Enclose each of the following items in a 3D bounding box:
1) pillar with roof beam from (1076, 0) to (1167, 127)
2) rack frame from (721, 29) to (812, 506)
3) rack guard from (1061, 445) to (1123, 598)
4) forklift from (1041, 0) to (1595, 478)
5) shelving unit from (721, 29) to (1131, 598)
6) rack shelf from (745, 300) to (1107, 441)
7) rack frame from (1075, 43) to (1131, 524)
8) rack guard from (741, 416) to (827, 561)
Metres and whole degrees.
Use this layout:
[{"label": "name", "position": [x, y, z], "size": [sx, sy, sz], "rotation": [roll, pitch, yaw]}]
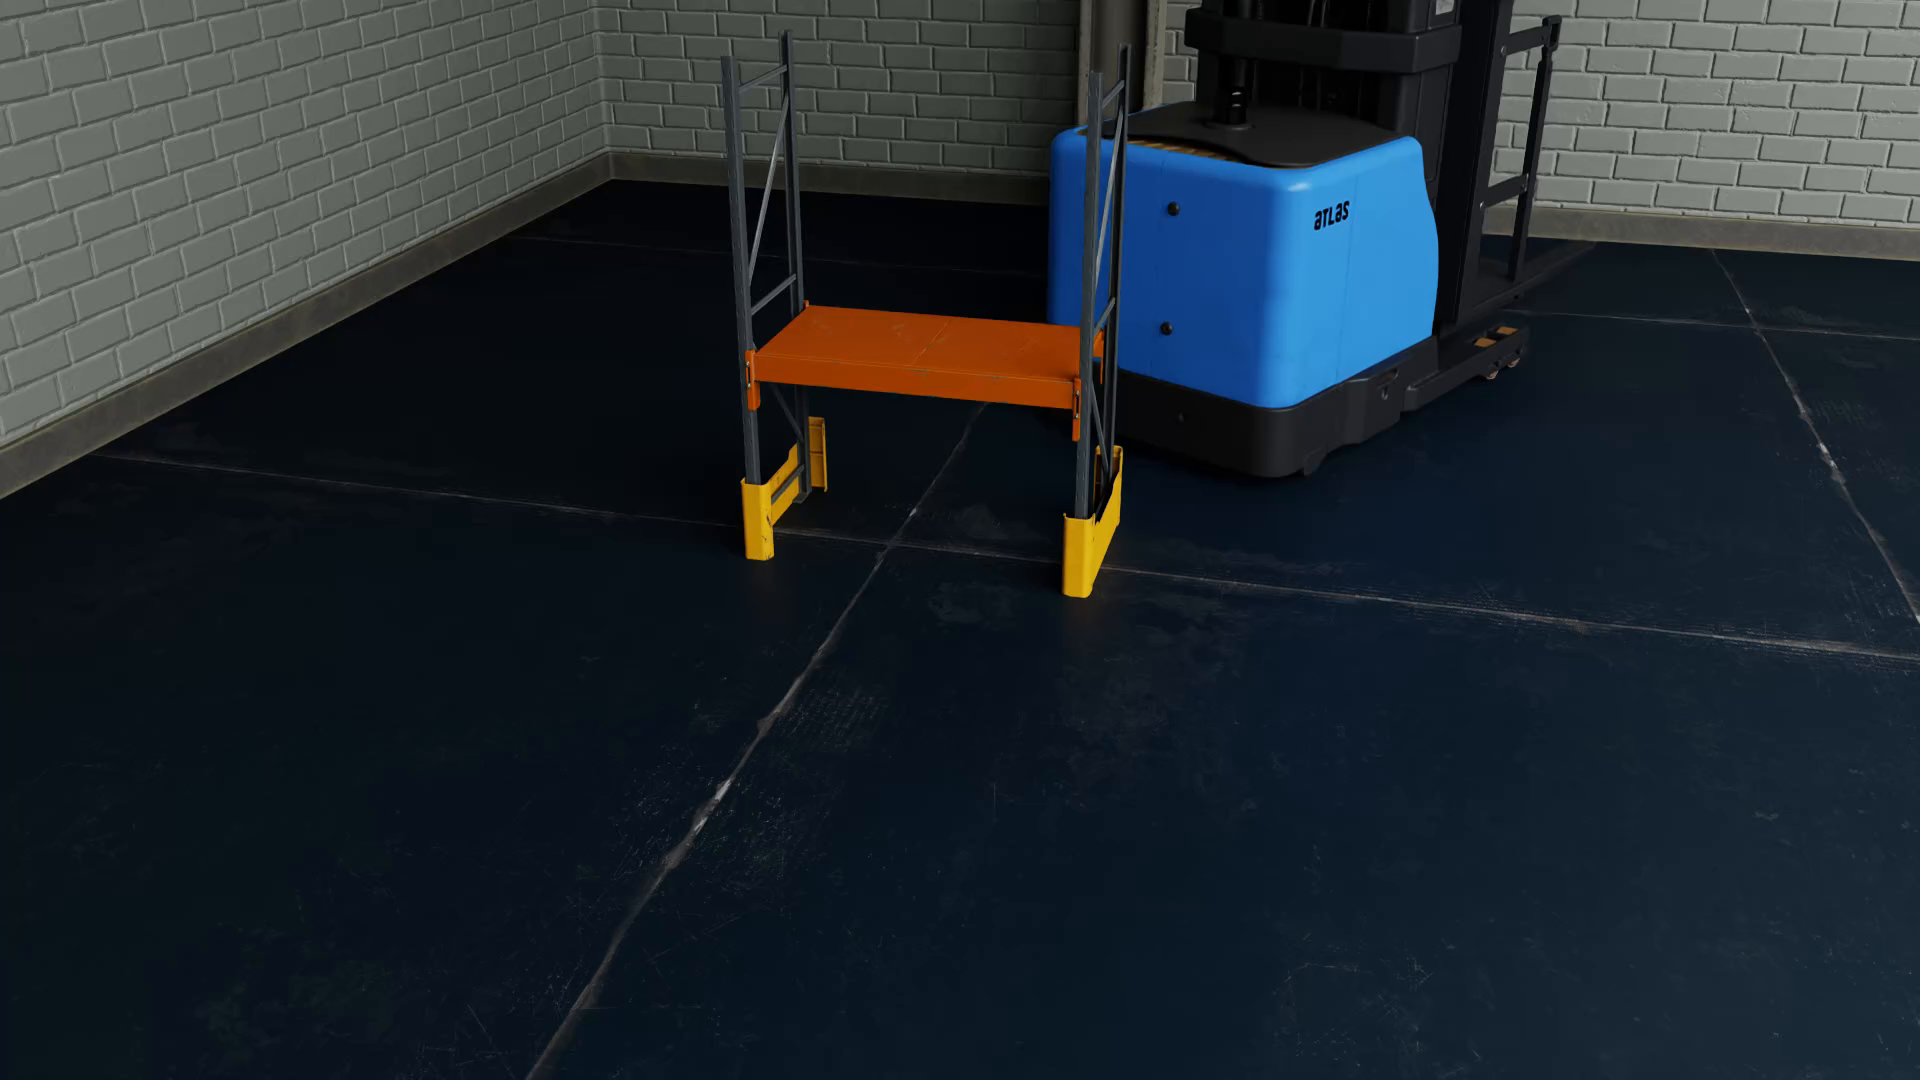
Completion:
[{"label": "pillar with roof beam", "position": [-0.244, -4.000, 3.182], "size": [0.400, 9.000, 9.100], "rotation": [6, 26, 13]}, {"label": "rack frame", "position": [-0.575, -0.741, 5.061], "size": [0.032, 1.500, 0.500], "rotation": [6, 26, 13]}, {"label": "rack guard", "position": [0.408, -0.068, 5.101], "size": [0.087, 0.250, 0.587], "rotation": [6, 26, 13]}, {"label": "forklift", "position": [1.645, -2.083, 6.215], "size": [1.130, 2.935, 3.031], "rotation": [21, 32, 37]}, {"label": "shelving unit", "position": [-0.074, -0.685, 4.945], "size": [1.083, 1.500, 0.587], "rotation": [6, 26, 13]}, {"label": "rack shelf", "position": [-0.083, -0.524, 5.024], "size": [1.000, 0.185, 0.538], "rotation": [6, 26, 13]}, {"label": "rack frame", "position": [0.410, -0.632, 4.832], "size": [0.032, 1.500, 0.500], "rotation": [6, 26, 13]}, {"label": "rack guard", "position": [-0.556, -0.174, 5.325], "size": [0.087, 0.250, 0.587], "rotation": [6, 26, 13]}]
